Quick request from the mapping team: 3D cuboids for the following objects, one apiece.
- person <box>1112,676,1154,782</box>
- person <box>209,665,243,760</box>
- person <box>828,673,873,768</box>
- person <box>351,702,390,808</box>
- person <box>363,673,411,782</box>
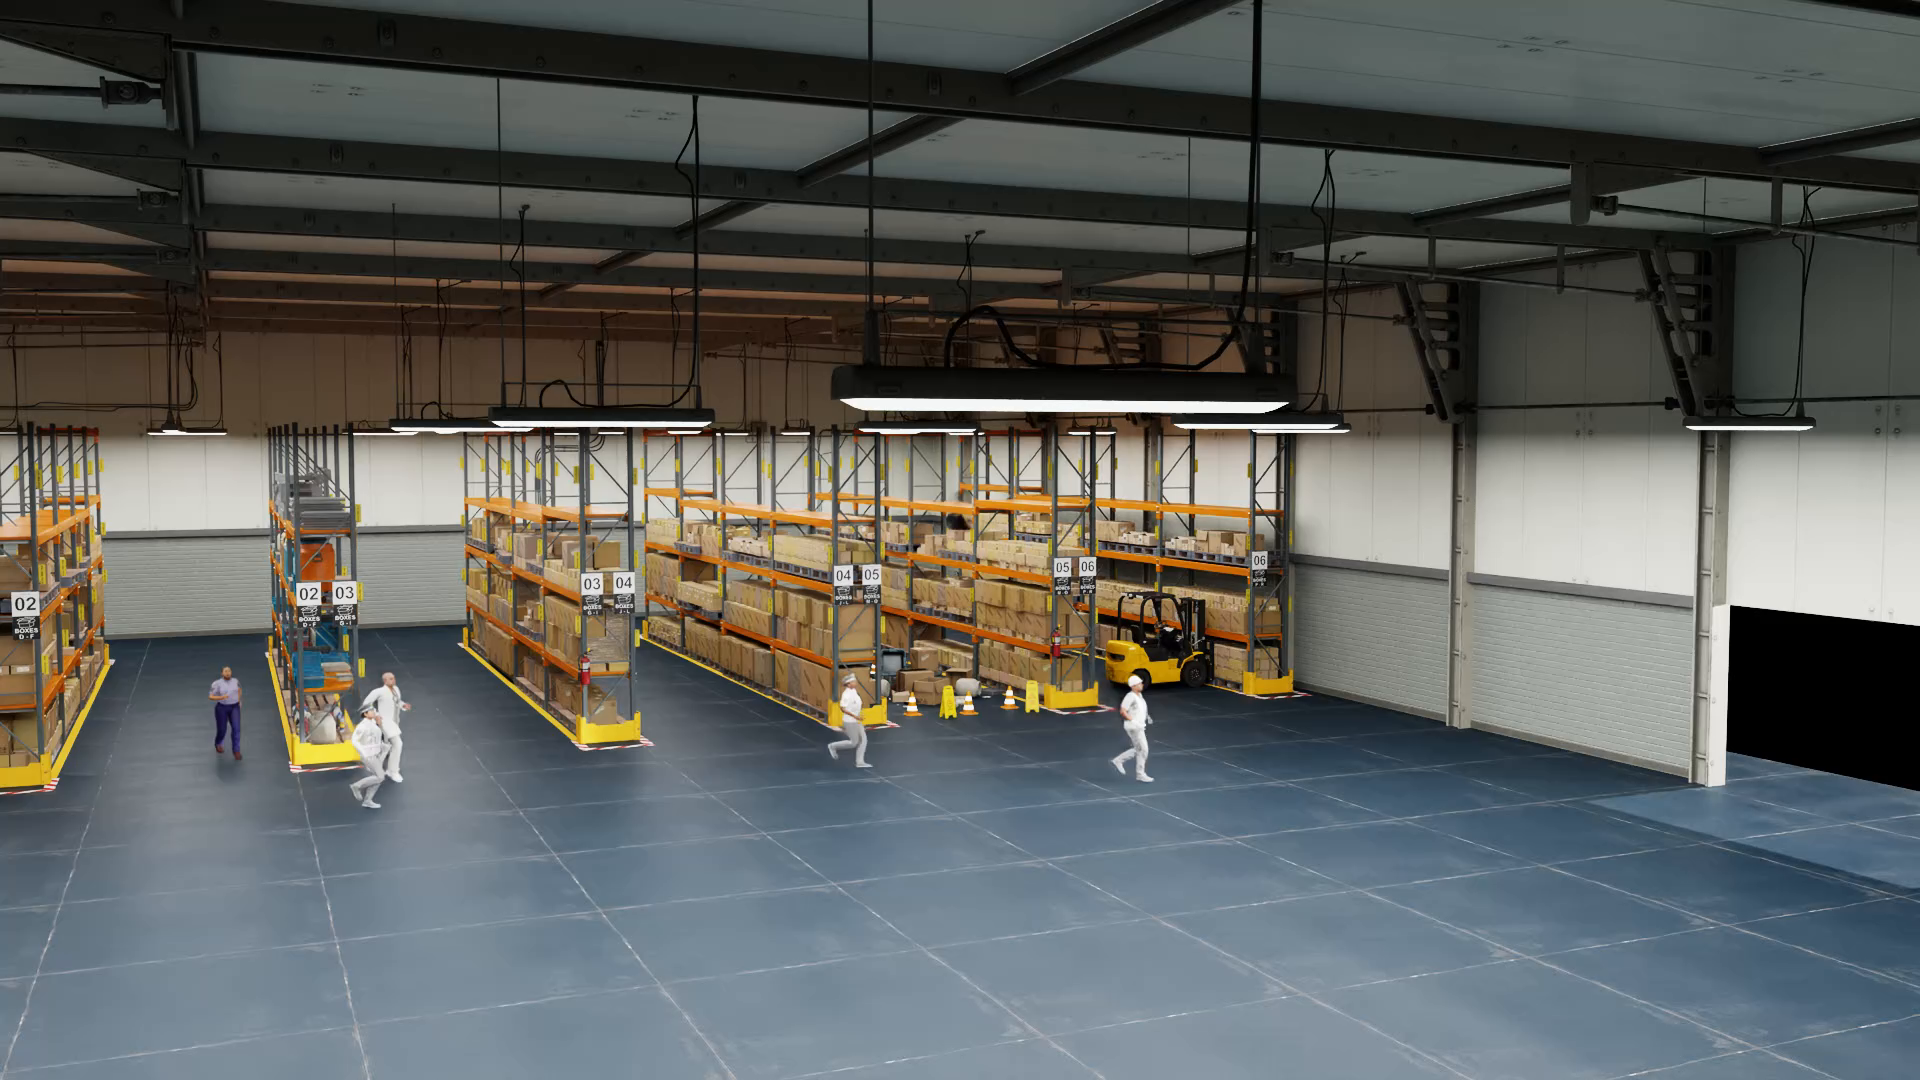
[{"bbox_3d":[2.882,3.144,27.782,0.735,1.764,0.690,1,4,18],"label":"person"},{"bbox_3d":[-13.086,3.060,29.707,0.608,1.642,0.904,-3,5,-39],"label":"person"},{"bbox_3d":[-1.888,3.137,28.904,0.773,1.653,0.593,1,4,13],"label":"person"},{"bbox_3d":[-9.141,3.330,25.780,0.546,1.657,0.621,0,3,3],"label":"person"},{"bbox_3d":[-9.622,3.138,27.924,0.834,1.850,0.691,1,4,13],"label":"person"}]
